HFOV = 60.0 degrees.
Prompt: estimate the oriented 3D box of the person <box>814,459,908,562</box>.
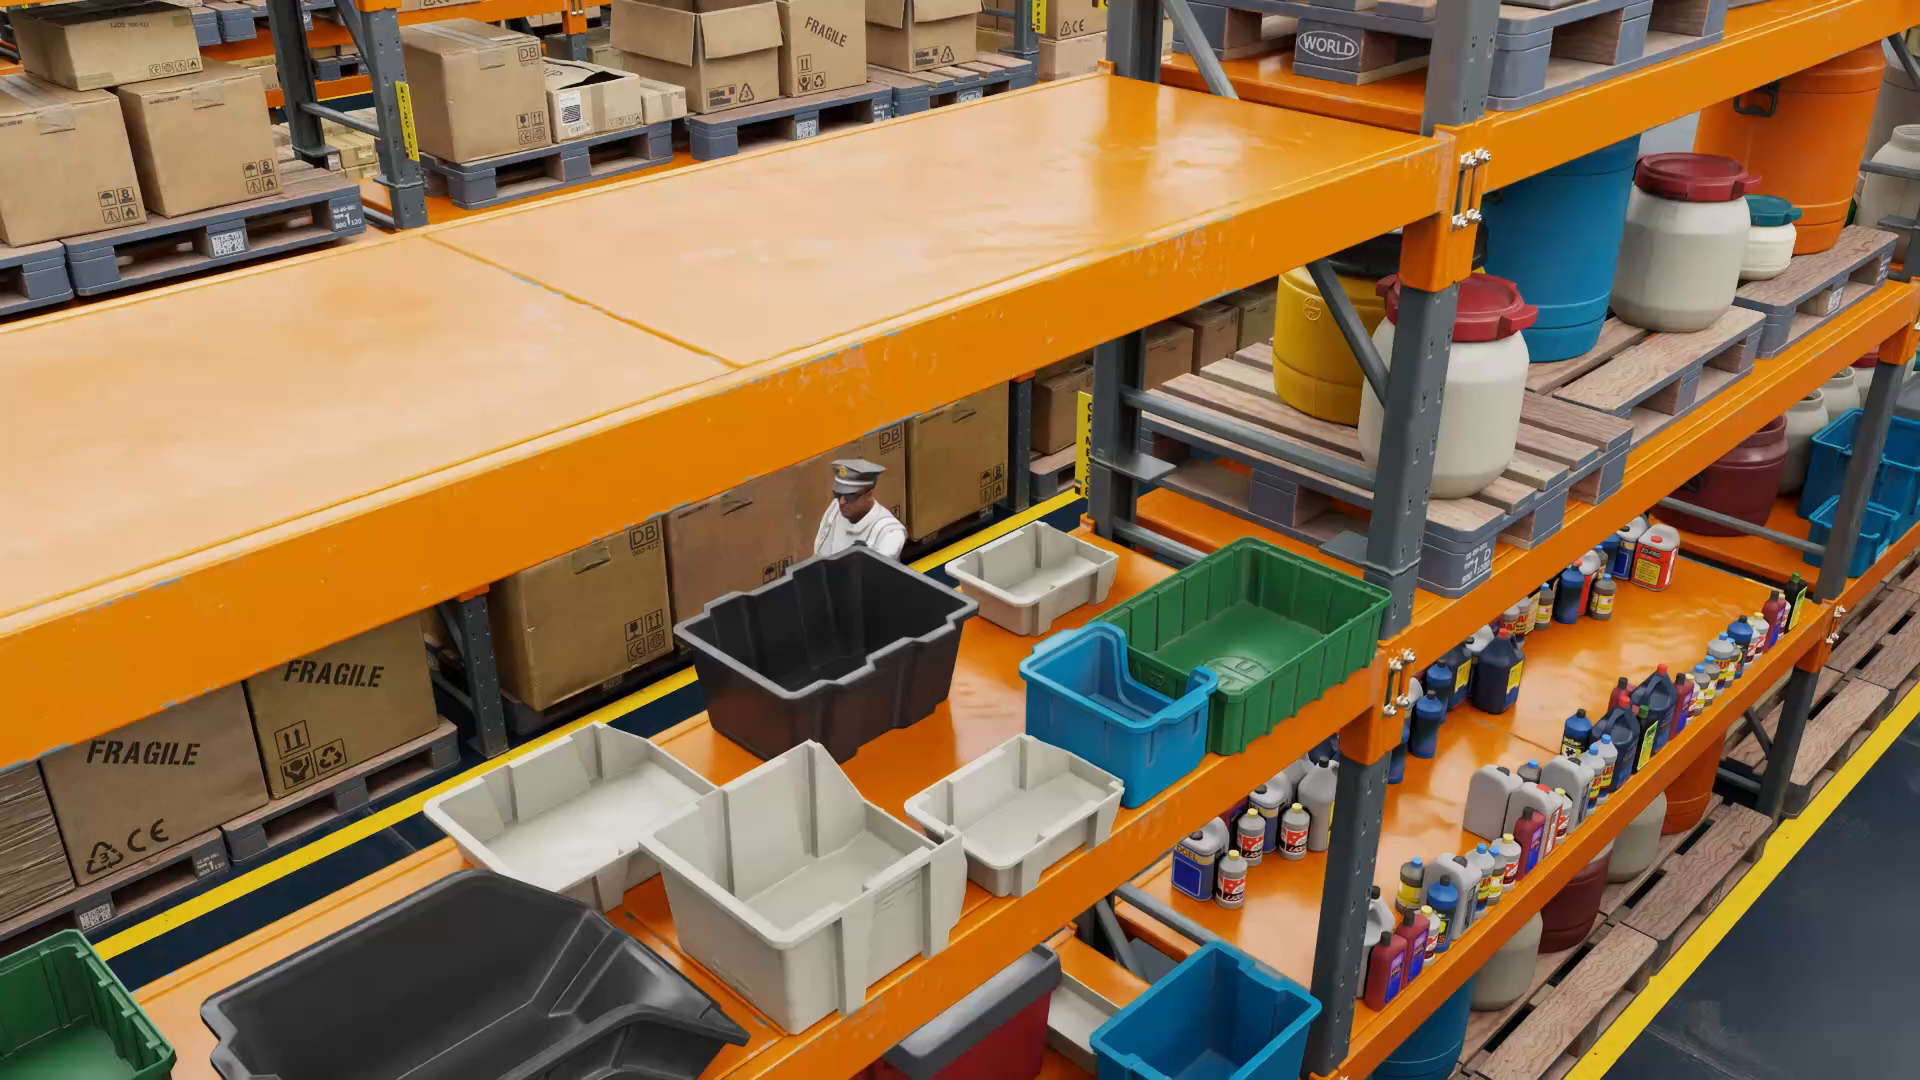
[{"bbox_3d":[-0.512,0.412,8.116,0.490,1.764,0.575,24,36,38],"label":"person"}]
